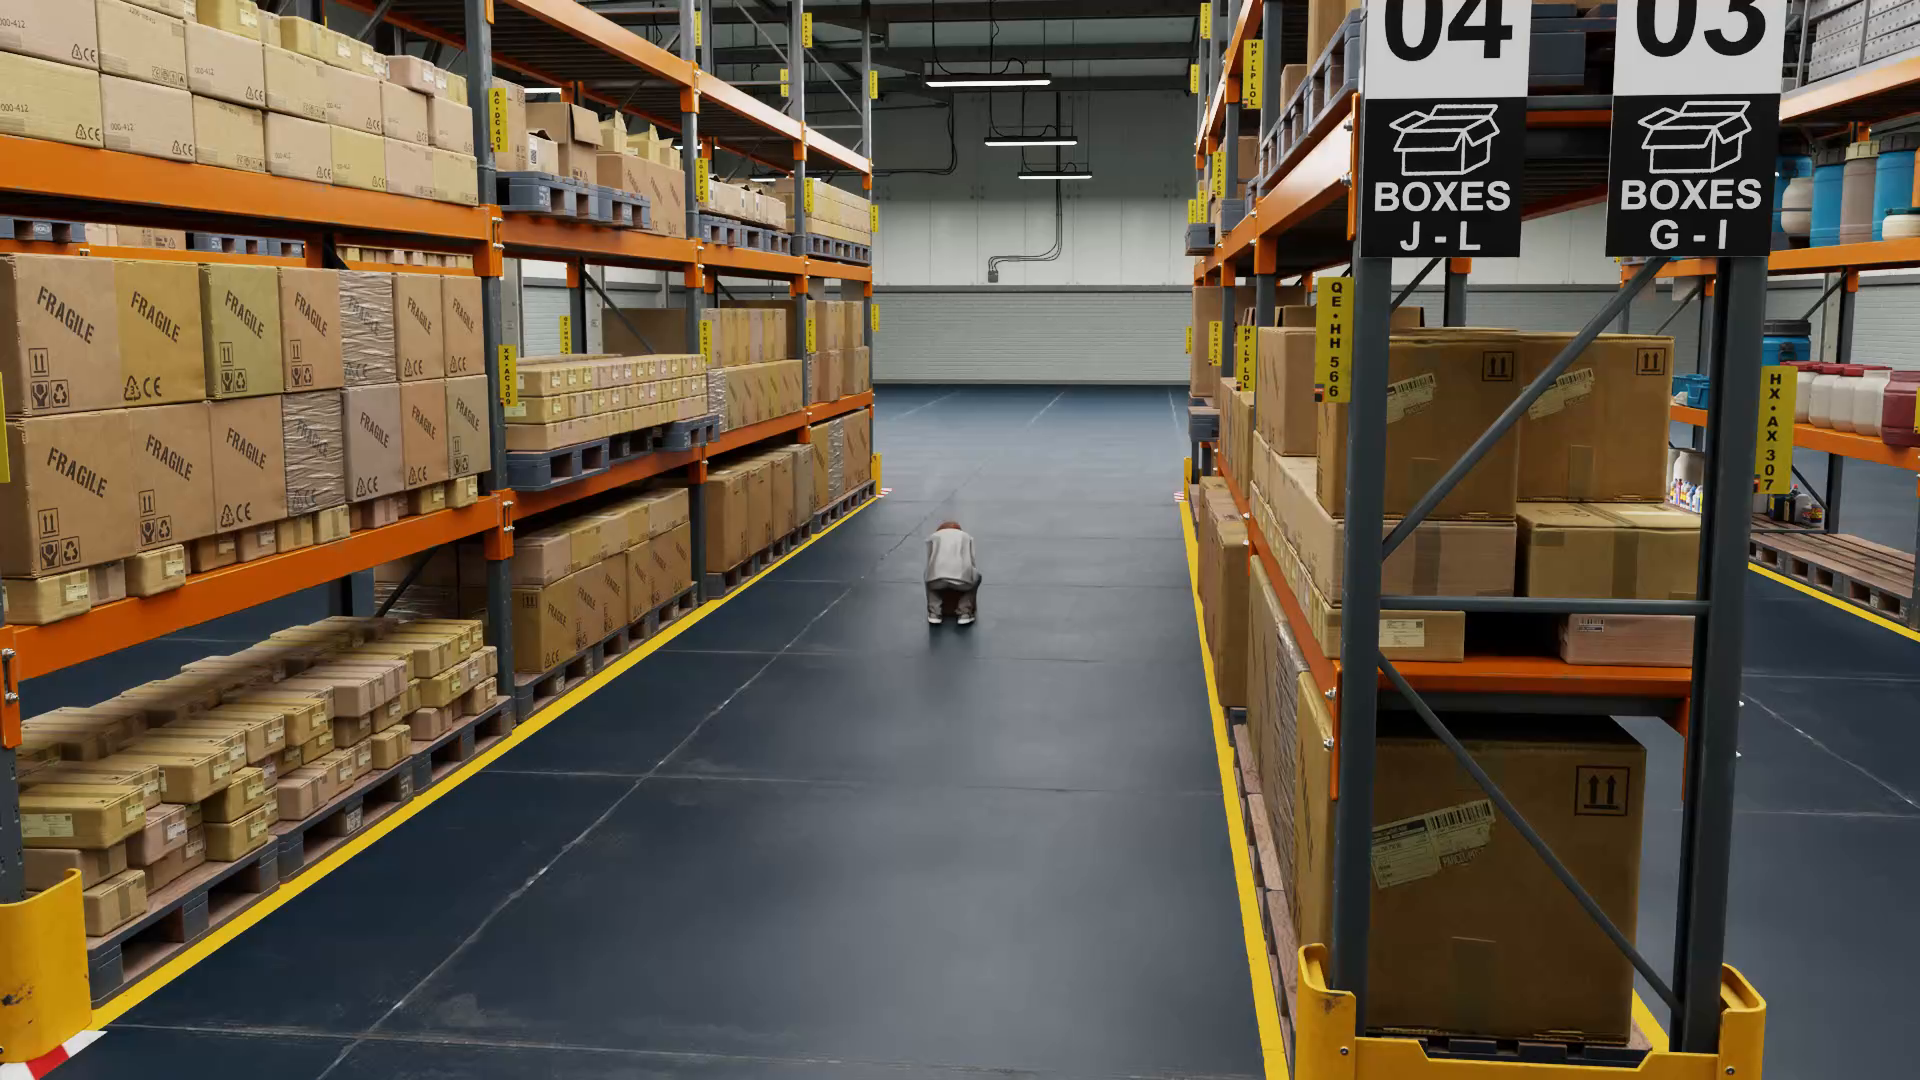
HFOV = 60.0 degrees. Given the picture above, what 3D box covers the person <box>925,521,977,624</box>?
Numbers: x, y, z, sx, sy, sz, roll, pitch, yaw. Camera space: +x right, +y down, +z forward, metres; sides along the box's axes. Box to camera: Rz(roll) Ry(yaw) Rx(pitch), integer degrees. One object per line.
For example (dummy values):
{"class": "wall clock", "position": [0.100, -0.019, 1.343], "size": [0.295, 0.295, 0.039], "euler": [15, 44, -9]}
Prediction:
{"class": "person", "position": [-0.073, 0.277, 12.366], "size": [0.405, 0.758, 0.830], "euler": [1, 8, 6]}
